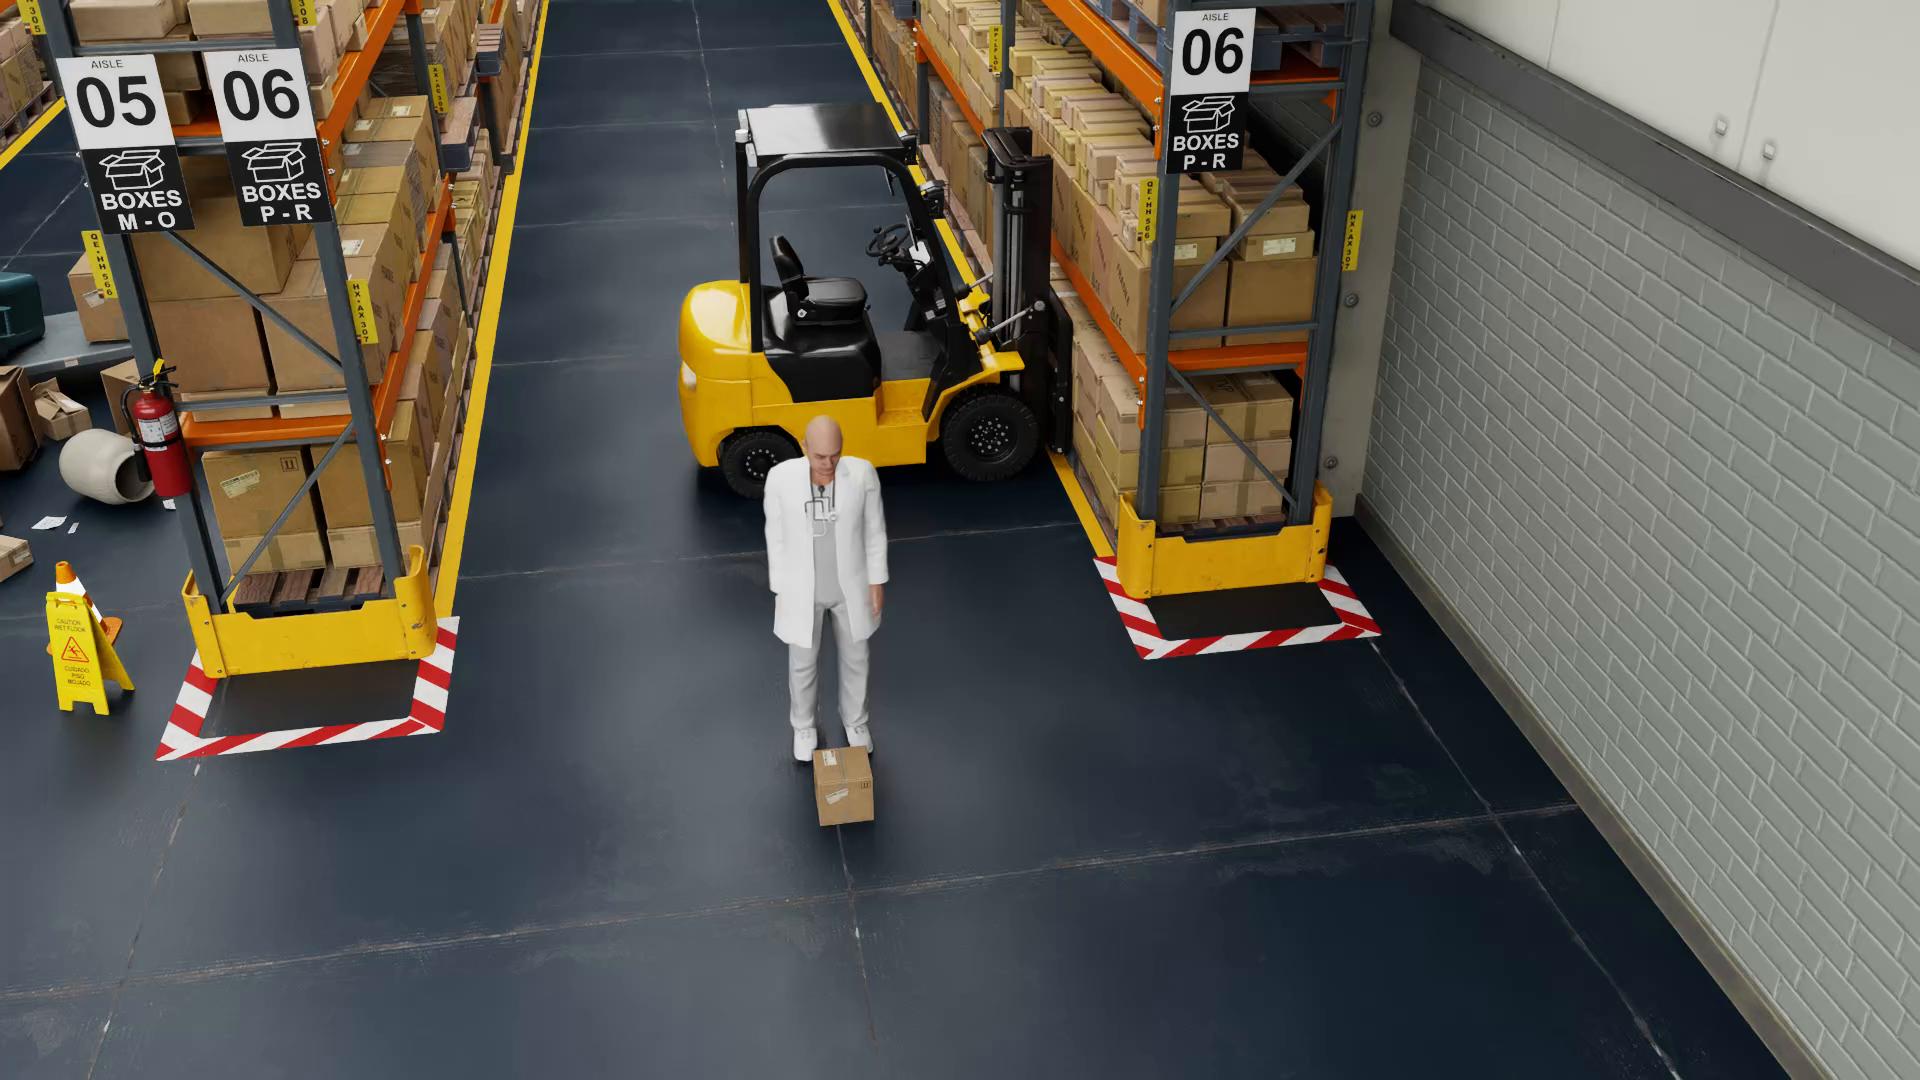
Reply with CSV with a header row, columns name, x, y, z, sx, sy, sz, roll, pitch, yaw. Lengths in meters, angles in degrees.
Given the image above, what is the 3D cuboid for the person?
name,x,y,z,sx,sy,sz,roll,pitch,yaw
person,-0.610,0.232,7.789,0.562,1.752,0.377,-5,31,-8
